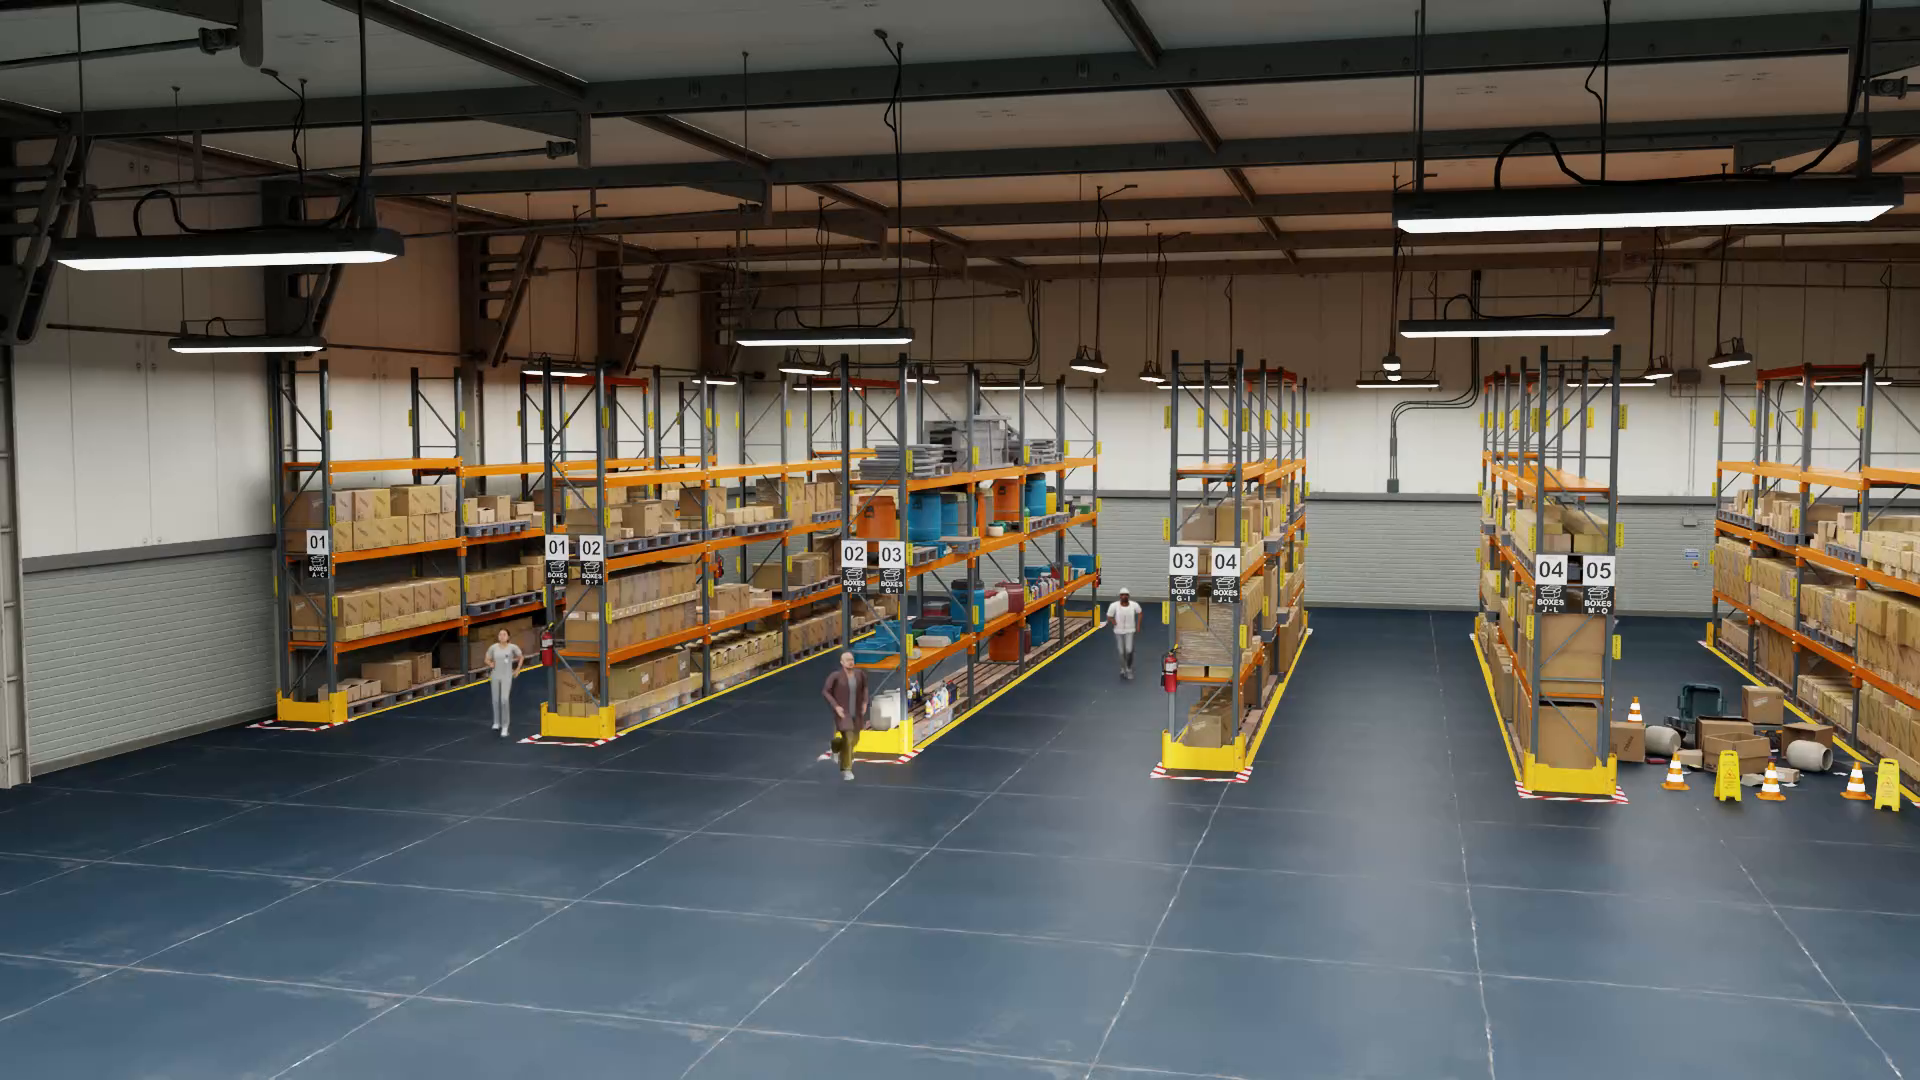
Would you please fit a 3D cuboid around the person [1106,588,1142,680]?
[{"bbox_3d":[3.171,1.823,32.207,0.678,1.805,0.732,1,4,10],"label":"person"}]

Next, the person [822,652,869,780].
[{"bbox_3d":[-1.627,2.450,23.466,0.727,1.774,0.750,-3,5,-33],"label":"person"}]

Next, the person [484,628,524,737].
[{"bbox_3d":[-7.308,2.253,26.597,0.594,1.719,0.696,0,4,-3],"label":"person"}]
